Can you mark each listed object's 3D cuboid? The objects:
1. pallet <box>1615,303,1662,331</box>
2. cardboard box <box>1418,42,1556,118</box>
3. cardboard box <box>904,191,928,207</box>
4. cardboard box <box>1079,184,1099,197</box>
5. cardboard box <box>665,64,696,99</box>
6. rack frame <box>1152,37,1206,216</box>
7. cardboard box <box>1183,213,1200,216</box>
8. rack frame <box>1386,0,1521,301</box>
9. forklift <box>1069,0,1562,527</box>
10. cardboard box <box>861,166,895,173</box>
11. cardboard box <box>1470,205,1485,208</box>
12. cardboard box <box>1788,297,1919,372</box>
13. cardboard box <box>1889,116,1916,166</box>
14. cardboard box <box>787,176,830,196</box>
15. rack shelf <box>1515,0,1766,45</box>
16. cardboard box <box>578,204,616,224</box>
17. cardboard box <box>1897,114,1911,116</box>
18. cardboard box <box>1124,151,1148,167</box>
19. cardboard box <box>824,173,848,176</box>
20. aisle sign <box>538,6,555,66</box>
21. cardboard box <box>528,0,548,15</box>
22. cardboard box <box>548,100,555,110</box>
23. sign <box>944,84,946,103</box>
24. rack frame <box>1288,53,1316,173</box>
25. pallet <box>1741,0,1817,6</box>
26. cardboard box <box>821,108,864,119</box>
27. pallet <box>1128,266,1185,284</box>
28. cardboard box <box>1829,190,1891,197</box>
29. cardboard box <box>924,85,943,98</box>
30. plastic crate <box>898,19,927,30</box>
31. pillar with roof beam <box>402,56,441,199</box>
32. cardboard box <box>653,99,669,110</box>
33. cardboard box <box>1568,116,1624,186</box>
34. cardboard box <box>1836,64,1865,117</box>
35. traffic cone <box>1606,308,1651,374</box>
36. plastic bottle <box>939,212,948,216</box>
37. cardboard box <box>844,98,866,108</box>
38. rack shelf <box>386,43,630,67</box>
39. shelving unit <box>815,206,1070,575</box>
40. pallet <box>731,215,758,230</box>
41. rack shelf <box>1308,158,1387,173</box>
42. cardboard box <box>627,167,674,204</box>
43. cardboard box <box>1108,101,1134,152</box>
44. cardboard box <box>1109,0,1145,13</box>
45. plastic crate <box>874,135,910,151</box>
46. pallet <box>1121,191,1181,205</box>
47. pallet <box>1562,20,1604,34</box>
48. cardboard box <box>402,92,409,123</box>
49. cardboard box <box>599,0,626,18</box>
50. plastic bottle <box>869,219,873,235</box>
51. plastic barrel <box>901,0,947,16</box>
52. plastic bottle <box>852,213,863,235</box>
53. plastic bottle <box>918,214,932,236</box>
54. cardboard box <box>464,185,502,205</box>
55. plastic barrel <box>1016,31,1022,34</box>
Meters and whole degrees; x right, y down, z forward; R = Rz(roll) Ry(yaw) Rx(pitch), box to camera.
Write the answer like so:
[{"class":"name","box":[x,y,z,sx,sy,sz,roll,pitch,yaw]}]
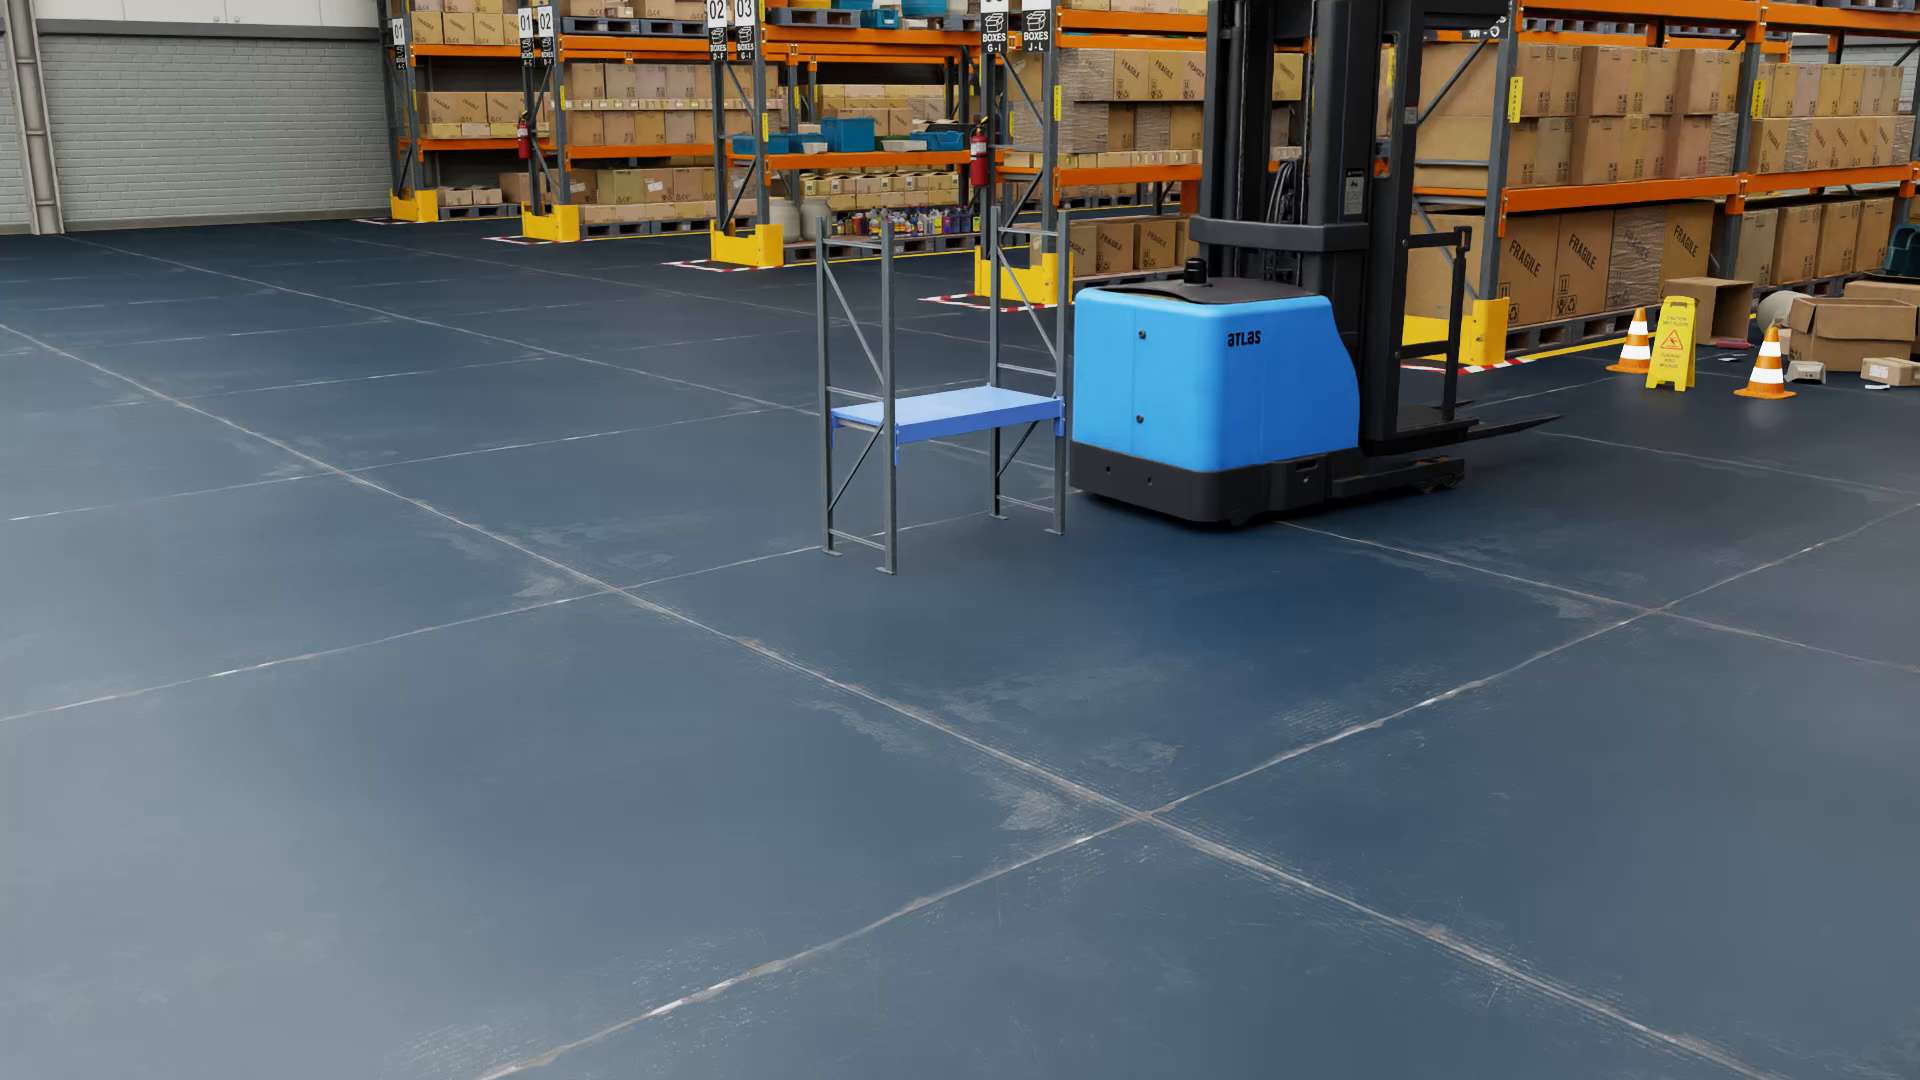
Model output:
[{"class":"pallet","box":[6.155,-2.139,15.350,1.213,0.211,1.003,-13,19,-39]},{"class":"cardboard box","box":[4.068,-3.572,12.927,0.550,0.550,0.875,-13,19,-39]},{"class":"cardboard box","box":[-0.887,-5.755,27.997,0.500,0.250,0.500,-12,19,-38]},{"class":"cardboard box","box":[2.194,-6.566,30.510,0.500,0.500,0.500,-12,19,-39]},{"class":"cardboard box","box":[-4.366,-6.856,24.896,0.500,0.500,0.700,-13,19,-39]},{"class":"rack frame","box":[3.367,-6.225,25.241,0.127,3.000,1.000,-13,19,-39]},{"class":"cardboard box","box":[2.845,-3.420,18.770,0.500,0.500,0.500,-6,16,-22]},{"class":"rack frame","box":[3.763,-2.923,12.879,0.127,3.000,1.000,-13,19,-39]},{"class":"forklift","box":[2.049,-1.758,8.651,3.031,2.935,1.130,-11,18,-35]},{"class":"cardboard box","box":[-1.831,-7.564,33.607,0.750,0.750,0.750,-13,20,-40]},{"class":"cardboard box","box":[7.152,-4.550,22.274,0.875,0.875,1.225,-14,20,-42]},{"class":"cardboard box","box":[6.751,-1.560,12.617,0.797,0.503,0.637,2,15,9]},{"class":"cardboard box","box":[9.634,-4.198,17.458,0.500,0.500,0.500,-13,19,-39]},{"class":"cardboard box","box":[-2.424,-5.679,26.626,0.500,0.311,0.500,-13,19,-39]},{"class":"rack shelf","box":[5.271,-4.363,13.853,4.000,0.370,1.077,-13,19,-39]},{"class":"cardboard box","box":[-5.367,-4.756,24.259,0.500,0.250,0.500,-13,19,-39]},{"class":"cardboard box","box":[10.294,-4.546,18.052,0.250,0.149,0.380,-12,19,-37]},{"class":"cardboard box","box":[1.722,-3.951,17.217,0.250,0.149,0.380,-13,19,-39]},{"class":"cardboard box","box":[-2.016,-5.955,27.660,0.500,0.311,0.500,-13,20,-40]},{"class":"aisle sign","box":[-5.766,-7.020,23.180,0.004,0.787,0.394,-13,19,-39]},{"class":"cardboard box","box":[-7.148,-9.143,28.184,0.500,0.500,0.500,-14,20,-41]},{"class":"cardboard box","box":[-5.754,-6.298,24.065,0.250,0.149,0.380,-13,20,-40]},{"class":"sign","box":[-0.245,-7.815,29.104,0.005,0.325,0.100,-13,19,-39]},{"class":"rack frame","box":[3.600,-4.583,19.095,0.127,3.000,1.000,-13,19,-39]},{"class":"pallet","box":[7.439,-5.122,15.671,1.217,0.209,0.805,-14,20,-42]},{"class":"cardboard box","box":[-1.912,-6.777,27.113,0.500,0.500,0.500,-11,18,-35]},{"class":"pallet","box":[2.196,-2.907,18.225,1.213,0.211,1.003,-13,19,-39]},{"class":"cardboard box","box":[10.141,-3.802,18.749,0.500,0.250,0.500,-13,20,-41]},{"class":"cardboard box","box":[-0.696,-9.181,34.048,0.500,0.250,0.500,-12,19,-38]},{"class":"plastic crate","box":[-0.596,-6.518,21.039,0.396,0.136,0.243,-13,19,-39]},{"class":"pillar with roof beam","box":[-6.386,-9.145,24.551,0.400,9.000,9.100,-13,19,-39]},{"class":"cardboard box","box":[-4.510,-6.439,24.594,0.250,0.149,0.380,-13,20,-40]},{"class":"cardboard box","box":[4.918,-3.235,13.756,0.550,0.550,0.875,-13,19,-39]},{"class":"cardboard box","box":[8.686,-4.562,16.884,0.500,0.500,0.700,-13,20,-40]},{"class":"traffic cone","box":[5.095,-1.510,12.508,0.334,0.463,0.336,-13,19,-39]},{"class":"plastic bottle","box":[-0.209,-4.271,22.351,0.135,0.276,0.152,-13,19,-39]},{"class":"cardboard box","box":[-2.201,-8.474,32.855,0.500,0.500,0.500,-12,19,-38]},{"class":"rack shelf","box":[-7.663,-8.239,28.362,4.000,0.370,1.077,-13,19,-39]},{"class":"shelving unit","box":[-0.064,-0.710,7.502,1.048,1.500,0.538,-13,19,-39]},{"class":"pallet","box":[-3.527,-5.038,26.203,1.213,0.211,1.003,-13,19,-39]},{"class":"rack shelf","box":[5.109,-4.574,20.456,4.000,0.370,1.077,-13,19,-39]},{"class":"cardboard box","box":[-4.622,-5.291,24.807,0.500,0.500,0.500,-13,19,-39]},{"class":"cardboard box","box":[1.314,-4.293,17.240,0.500,0.500,0.875,-13,19,-39]},{"class":"cardboard box","box":[1.501,-5.402,16.639,0.500,0.250,0.500,-13,20,-41]},{"class":"plastic crate","box":[-0.860,-5.270,22.077,0.662,0.188,0.450,-13,19,-39]},{"class":"pallet","box":[3.654,-6.636,32.185,1.213,0.211,1.003,-13,19,-39]},{"class":"pallet","box":[7.910,-6.928,22.427,1.213,0.211,1.003,-12,19,-37]},{"class":"cardboard box","box":[-8.956,-7.219,27.762,0.500,0.500,0.500,-13,20,-40]},{"class":"cardboard box","box":[-5.222,-7.728,24.263,0.500,0.250,0.500,-13,19,-39]},{"class":"plastic bottle","box":[-1.162,-4.166,22.105,0.097,0.201,0.097,0,15,0]},{"class":"plastic barrel","box":[-0.472,-7.294,21.645,0.708,0.901,0.600,-13,19,-39]},{"class":"plastic bottle","box":[-1.363,-4.200,22.087,0.135,0.276,0.152,-12,19,-39]},{"class":"plastic bottle","box":[-0.461,-4.165,21.954,0.135,0.276,0.152,-12,19,-38]},{"class":"cardboard box","box":[-8.161,-5.908,28.413,0.500,0.311,0.500,-11,18,-35]},{"class":"plastic barrel","box":[0.590,-7.367,22.733,0.708,0.901,0.600,-13,19,-39]}]
